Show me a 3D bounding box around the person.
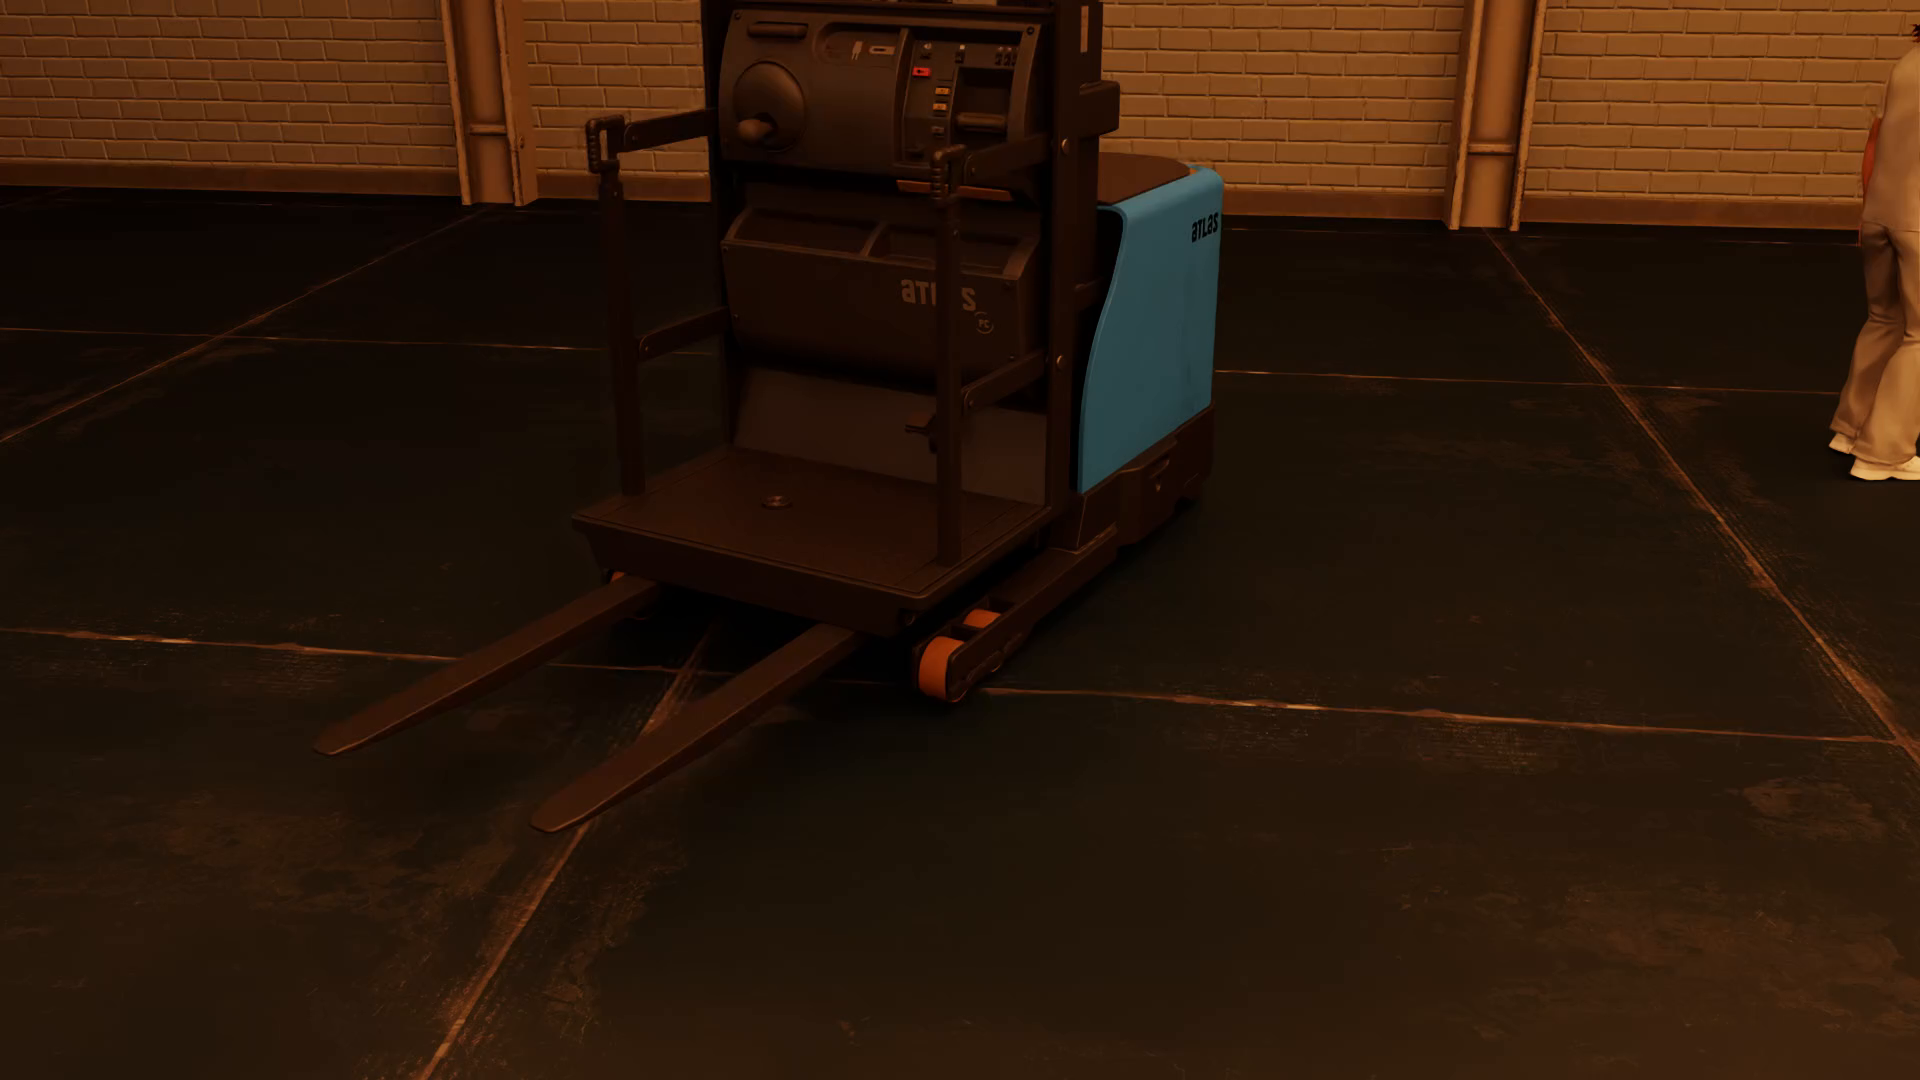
[{"bbox_3d":[3.232,-1.032,5.532,0.412,1.684,0.504,-4,22,-10],"label":"person"}]

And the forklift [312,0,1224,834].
[{"bbox_3d":[-0.326,-1.145,4.097,1.130,2.935,3.031,12,25,27],"label":"forklift"}]
